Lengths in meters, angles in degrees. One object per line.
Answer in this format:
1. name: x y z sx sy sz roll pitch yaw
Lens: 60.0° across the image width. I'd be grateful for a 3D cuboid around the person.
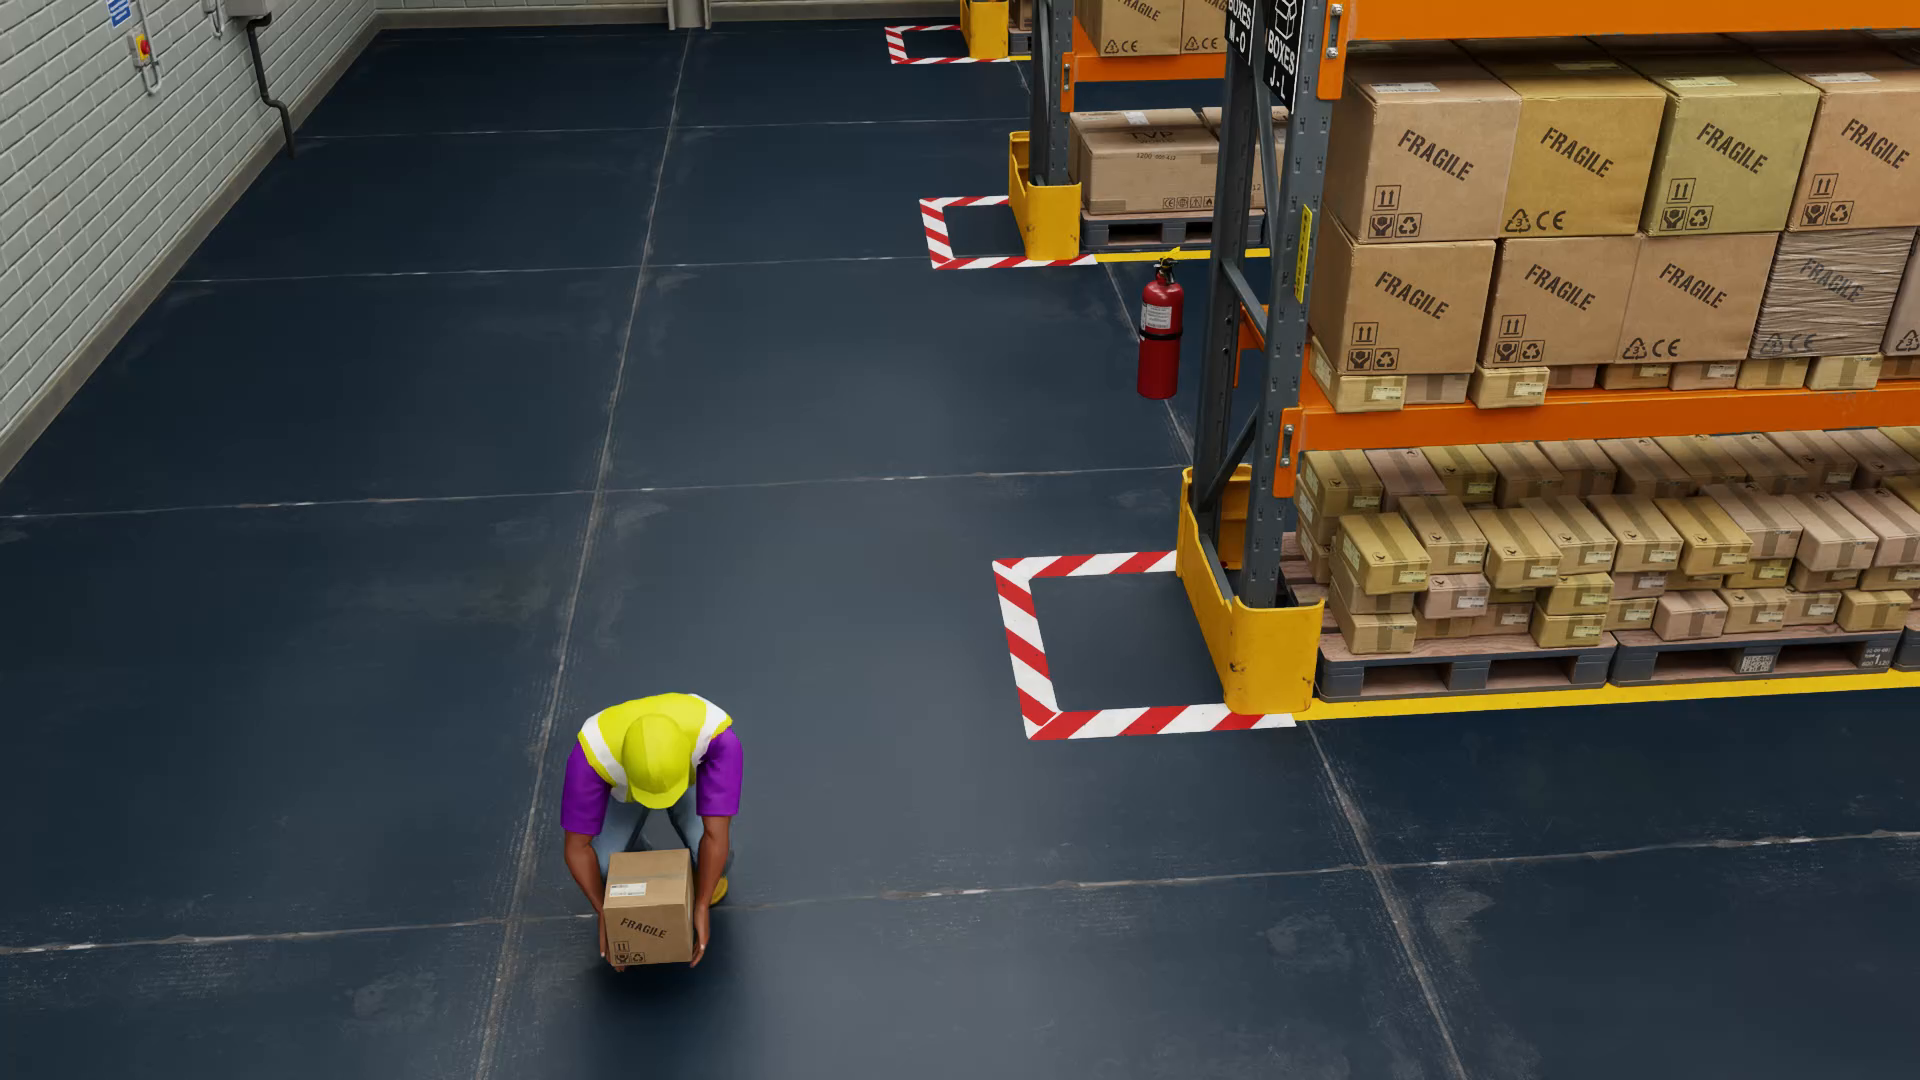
1. person: -0.993 0.844 5.457 0.586 0.999 0.881 -3 31 -5
